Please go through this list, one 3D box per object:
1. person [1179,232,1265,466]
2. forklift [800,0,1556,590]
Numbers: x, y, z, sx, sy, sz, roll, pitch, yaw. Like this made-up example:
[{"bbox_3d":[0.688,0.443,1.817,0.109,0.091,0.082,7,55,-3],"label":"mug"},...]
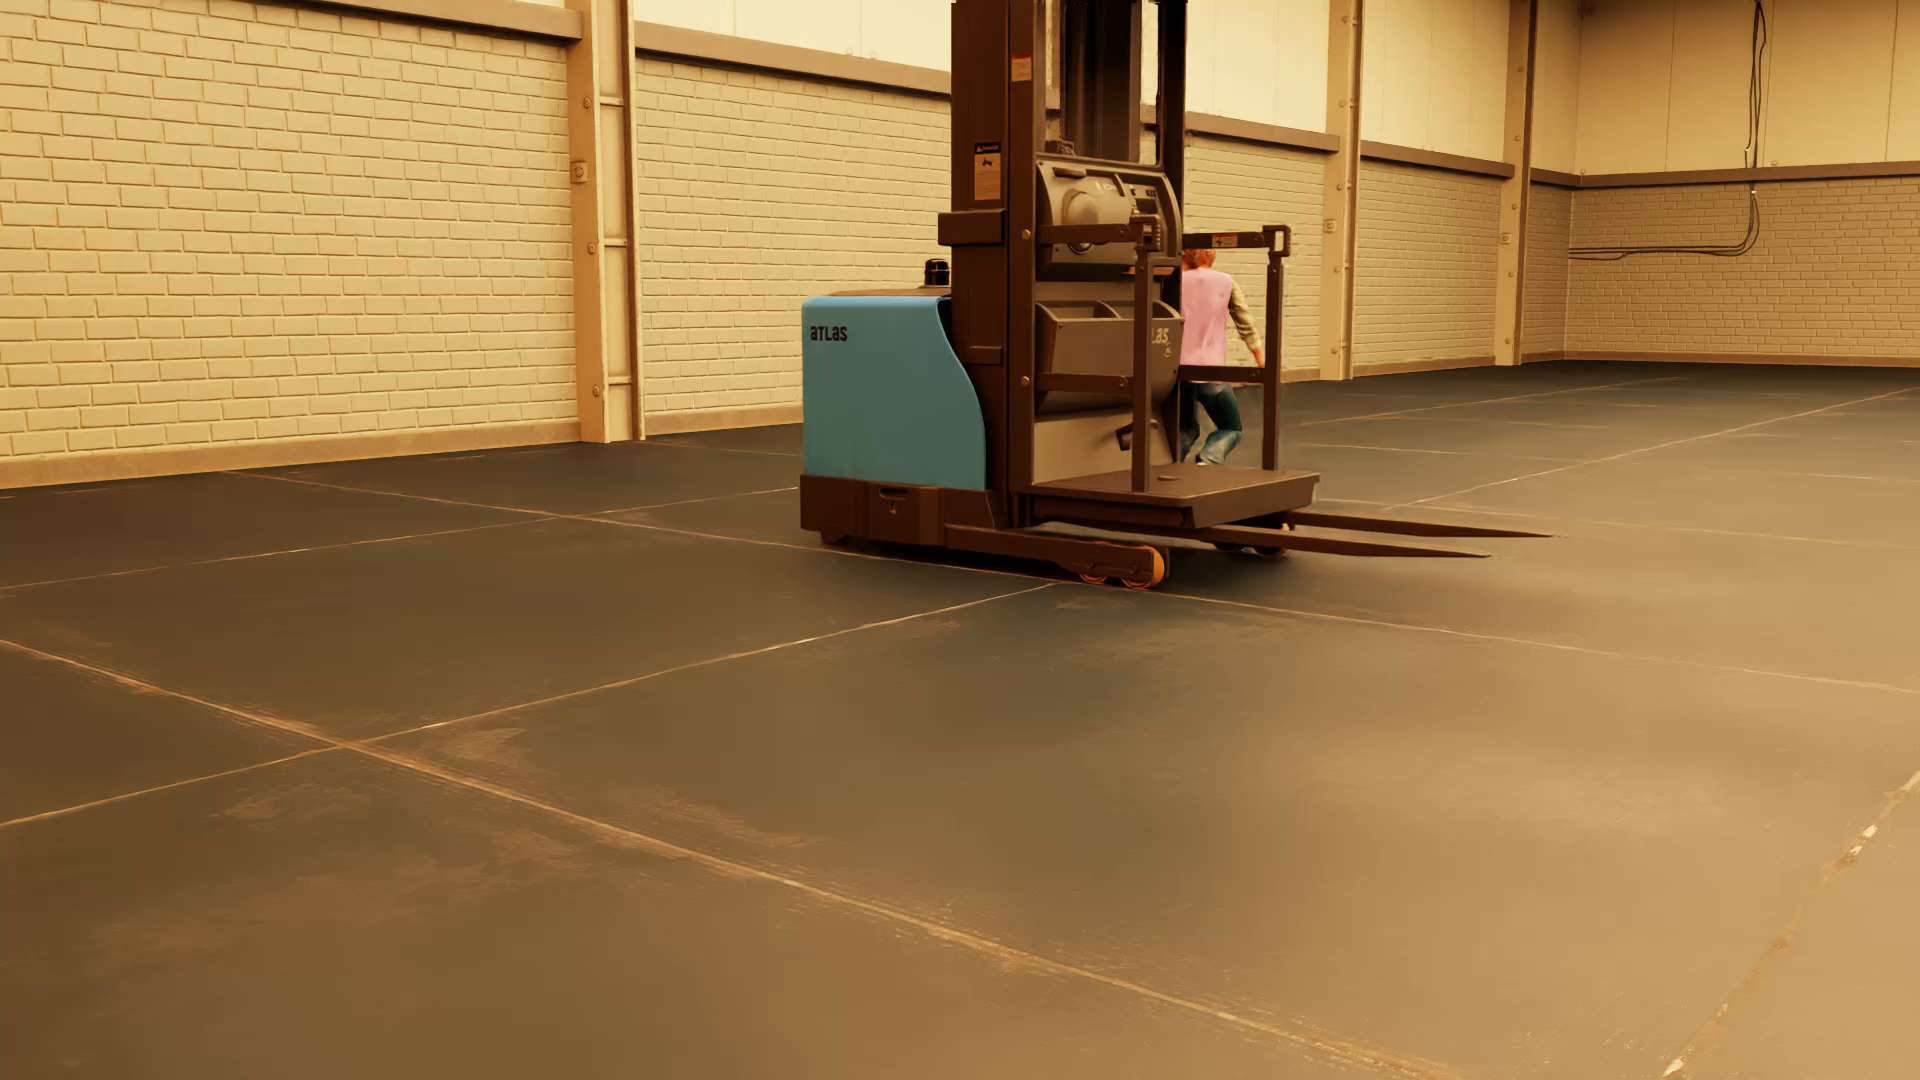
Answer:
[{"bbox_3d":[1.208,-0.836,8.362,0.773,1.403,0.527,3,9,19],"label":"person"},{"bbox_3d":[0.768,-1.351,6.518,3.031,2.935,1.130,7,11,38],"label":"forklift"}]
